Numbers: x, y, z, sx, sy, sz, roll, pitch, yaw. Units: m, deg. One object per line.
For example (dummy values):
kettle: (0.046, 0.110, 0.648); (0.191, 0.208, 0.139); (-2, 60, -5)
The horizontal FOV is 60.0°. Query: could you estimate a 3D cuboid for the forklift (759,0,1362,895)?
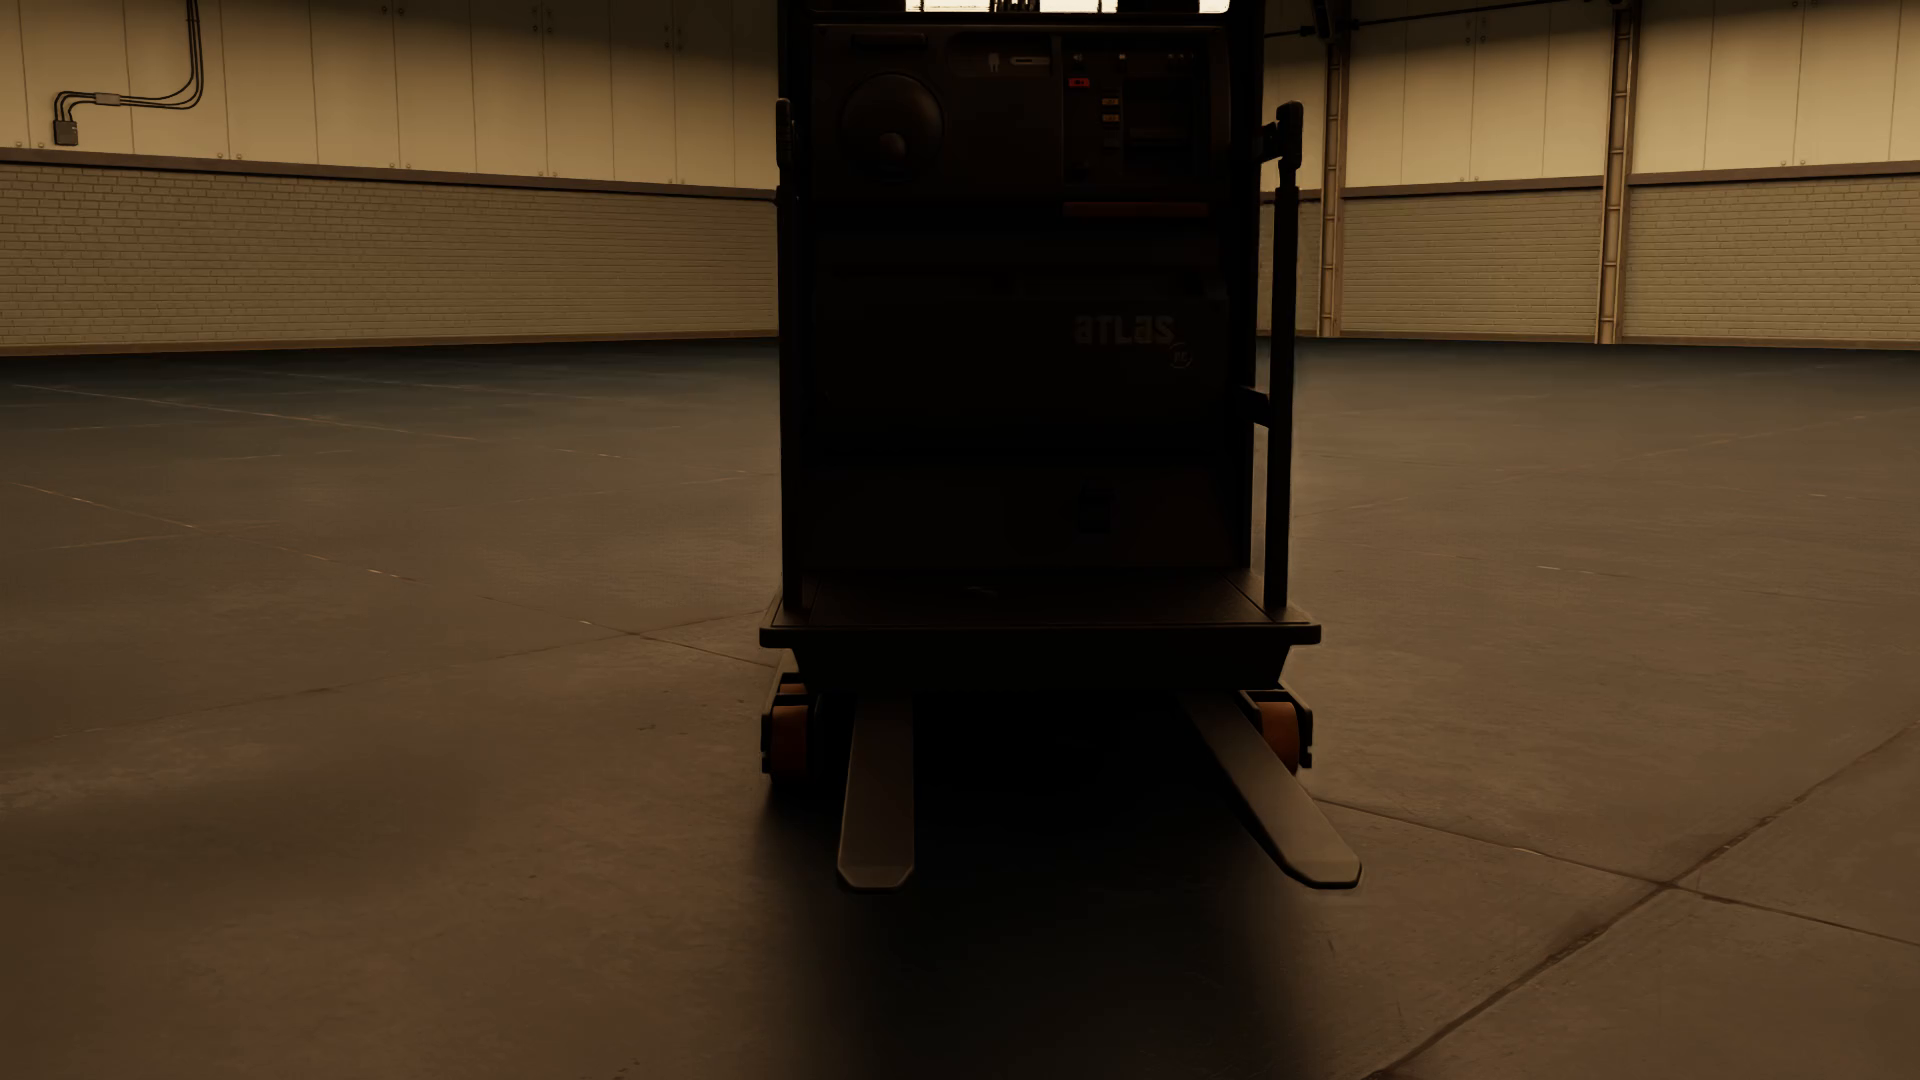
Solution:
forklift: (0.144, -0.998, 3.498); (1.130, 2.935, 3.031); (0, 9, -2)
